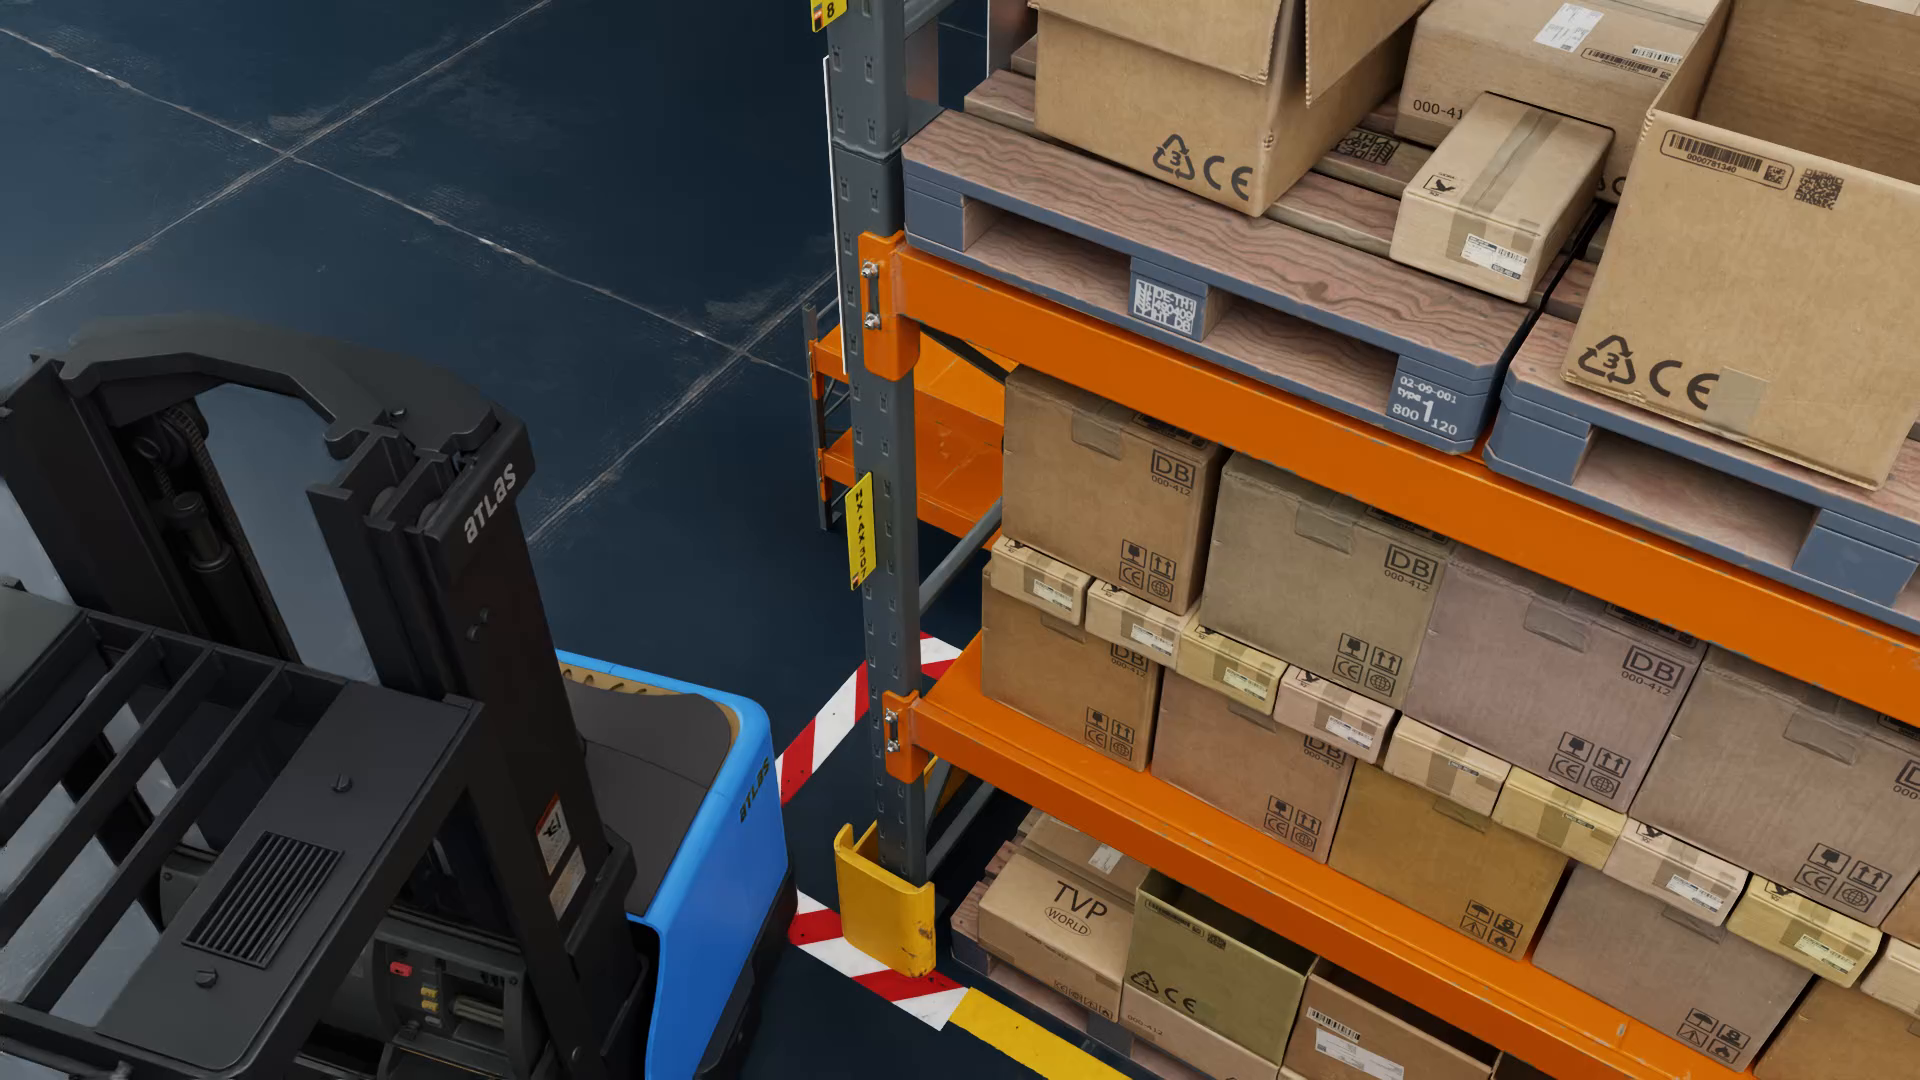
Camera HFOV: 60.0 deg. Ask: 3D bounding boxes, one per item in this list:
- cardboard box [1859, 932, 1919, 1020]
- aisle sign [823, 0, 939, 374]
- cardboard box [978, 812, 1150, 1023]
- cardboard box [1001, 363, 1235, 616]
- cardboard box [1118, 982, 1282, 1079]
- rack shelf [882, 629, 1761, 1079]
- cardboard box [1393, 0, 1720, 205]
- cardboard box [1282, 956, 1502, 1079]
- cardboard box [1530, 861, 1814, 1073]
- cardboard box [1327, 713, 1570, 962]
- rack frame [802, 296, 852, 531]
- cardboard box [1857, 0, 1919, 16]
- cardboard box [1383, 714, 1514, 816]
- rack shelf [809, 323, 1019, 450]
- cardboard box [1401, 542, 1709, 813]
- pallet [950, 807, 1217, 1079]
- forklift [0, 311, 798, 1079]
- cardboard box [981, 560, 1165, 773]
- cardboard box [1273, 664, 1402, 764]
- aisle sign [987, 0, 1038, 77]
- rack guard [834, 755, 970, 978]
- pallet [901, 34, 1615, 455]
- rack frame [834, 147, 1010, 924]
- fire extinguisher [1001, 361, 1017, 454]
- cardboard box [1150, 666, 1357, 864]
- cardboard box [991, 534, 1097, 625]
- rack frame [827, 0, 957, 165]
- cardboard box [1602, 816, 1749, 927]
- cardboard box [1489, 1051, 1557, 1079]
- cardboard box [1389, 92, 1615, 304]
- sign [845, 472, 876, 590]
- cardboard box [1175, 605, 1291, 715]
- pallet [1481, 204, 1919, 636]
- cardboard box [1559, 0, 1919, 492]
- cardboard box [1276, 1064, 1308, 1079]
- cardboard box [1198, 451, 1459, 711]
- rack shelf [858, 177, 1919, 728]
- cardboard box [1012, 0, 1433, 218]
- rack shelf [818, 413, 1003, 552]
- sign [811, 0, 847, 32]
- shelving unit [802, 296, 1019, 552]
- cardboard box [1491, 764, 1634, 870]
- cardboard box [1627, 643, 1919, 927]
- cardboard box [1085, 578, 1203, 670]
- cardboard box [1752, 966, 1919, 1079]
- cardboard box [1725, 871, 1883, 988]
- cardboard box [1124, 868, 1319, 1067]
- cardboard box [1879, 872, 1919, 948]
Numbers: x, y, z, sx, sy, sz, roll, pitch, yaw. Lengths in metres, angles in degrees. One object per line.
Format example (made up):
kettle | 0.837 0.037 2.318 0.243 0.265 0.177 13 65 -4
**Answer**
cardboard box | 2.020 0.798 3.361 0.250 0.149 0.380 26 51 23
aisle sign | -0.155 -0.768 3.592 0.004 0.787 0.394 25 51 22
cardboard box | 0.397 1.132 5.182 0.500 0.250 0.500 25 51 22
cardboard box | 0.496 -0.299 3.975 0.500 0.500 0.700 25 51 22
cardboard box | 0.820 1.324 4.997 0.500 0.250 0.500 25 51 22
rack shelf | 1.749 1.004 4.185 4.000 0.370 1.077 25 51 22
cardboard box | 1.178 -0.923 3.178 0.500 0.250 0.500 25 51 22
cardboard box | 1.247 1.249 4.546 0.500 0.500 0.500 25 51 22
cardboard box | 1.757 0.730 3.879 0.500 0.500 0.700 26 51 23
cardboard box | 1.311 0.528 4.075 0.500 0.500 0.700 25 51 22
rack frame | -0.422 -0.586 6.535 0.032 1.125 0.500 25 51 22
cardboard box | 1.646 -0.729 2.947 0.500 0.311 0.500 31 53 26
cardboard box | 1.150 0.398 3.749 0.250 0.149 0.380 23 50 21
rack shelf | 0.006 -0.593 6.134 1.000 0.278 0.538 25 51 22
cardboard box | 1.367 0.096 3.591 0.500 0.500 0.700 25 51 22
pallet | 0.732 1.221 5.416 1.213 0.211 1.003 25 51 22
forklift | -1.463 1.101 3.636 1.130 2.935 3.031 13 47 12
cardboard box | 0.452 0.132 4.460 0.500 0.500 0.700 25 51 22
cardboard box | 0.924 0.297 3.848 0.250 0.149 0.380 24 50 22
aisle sign | 0.169 -1.130 3.944 0.004 0.787 0.394 25 51 22
rack guard | 0.046 0.840 5.585 0.348 0.500 1.175 25 51 22
pallet | 0.647 -0.747 3.354 1.213 0.211 1.003 25 51 22
rack frame | 0.066 -0.021 4.679 0.127 3.000 1.000 25 51 22
fire extinguisher | 0.217 -0.321 5.024 0.183 0.674 0.296 25 51 22
cardboard box | 0.897 0.333 4.265 0.500 0.500 0.700 26 51 23
cardboard box | 0.280 0.000 4.137 0.250 0.149 0.380 24 51 22
rack frame | 0.066 -2.112 2.528 0.127 3.000 1.000 25 51 22
cardboard box | 1.573 0.595 3.558 0.250 0.149 0.380 25 51 22
cardboard box | 1.658 1.453 4.348 0.500 0.500 0.500 25 51 22
cardboard box | 0.961 -0.612 2.947 0.250 0.149 0.380 25 51 22
sign | -0.239 -0.018 4.017 0.005 0.325 0.100 25 51 22
cardboard box | 0.713 0.198 3.944 0.250 0.149 0.380 25 51 22
pallet | 1.678 -0.275 2.896 1.213 0.211 1.003 25 51 22
cardboard box | 1.316 -0.489 2.582 0.500 0.500 0.500 25 51 22
cardboard box | 1.241 1.518 4.808 0.500 0.250 0.500 25 51 22
cardboard box | 0.942 -0.099 3.780 0.500 0.500 0.700 23 50 21
rack shelf | 1.749 -0.042 3.109 4.000 0.370 1.077 25 51 22
cardboard box | 0.547 -1.073 3.147 0.637 0.503 0.797 28 52 25
rack shelf | 0.006 -0.219 6.519 1.000 0.278 0.538 25 51 22
sign | -0.239 -1.066 2.938 0.005 0.325 0.100 25 51 22
shelving unit | 0.006 -0.389 6.344 1.048 1.125 0.538 25 51 22
cardboard box | 1.365 0.497 3.653 0.250 0.149 0.380 24 50 22
cardboard box | 1.789 0.289 3.403 0.500 0.500 0.700 25 51 22
cardboard box | 0.504 0.100 4.039 0.250 0.149 0.380 23 50 21
cardboard box | 2.188 0.928 3.687 0.500 0.500 0.700 25 51 23
cardboard box | 1.795 0.697 3.459 0.250 0.149 0.380 26 51 23
cardboard box | 0.819 1.064 4.727 0.500 0.500 0.500 25 51 22
cardboard box | 2.209 0.483 3.215 0.500 0.500 0.700 25 51 22
